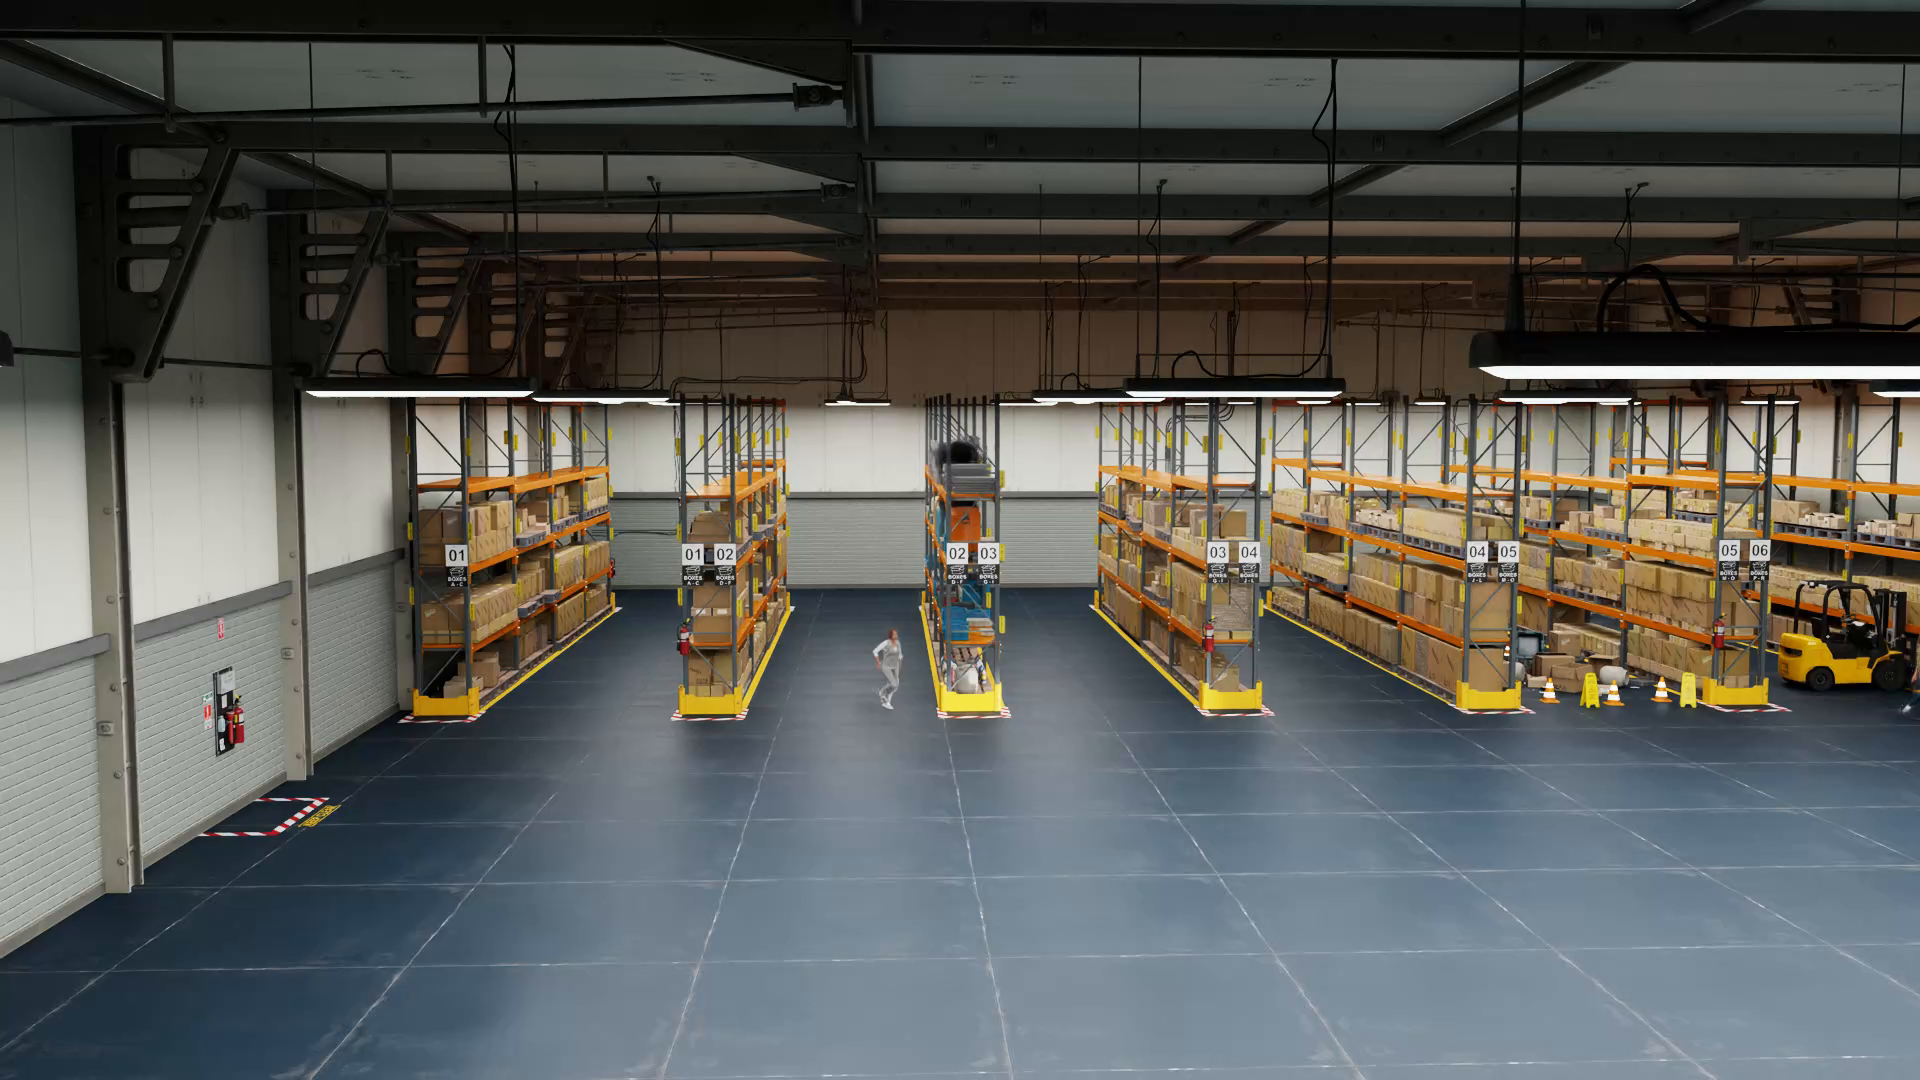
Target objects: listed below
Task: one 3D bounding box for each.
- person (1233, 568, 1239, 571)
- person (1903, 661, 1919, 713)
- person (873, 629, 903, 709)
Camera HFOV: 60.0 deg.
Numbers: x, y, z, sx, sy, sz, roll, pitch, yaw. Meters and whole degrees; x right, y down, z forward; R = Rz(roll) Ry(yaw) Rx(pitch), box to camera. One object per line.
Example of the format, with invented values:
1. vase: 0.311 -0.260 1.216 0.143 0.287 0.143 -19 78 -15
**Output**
1. person: 7.742 1.184 46.977 0.626 1.732 0.674 0 5 3
2. person: 17.746 2.540 30.522 0.600 1.542 0.614 0 5 -4
3. person: -1.320 2.461 31.713 0.540 1.549 0.578 -4 6 -40
